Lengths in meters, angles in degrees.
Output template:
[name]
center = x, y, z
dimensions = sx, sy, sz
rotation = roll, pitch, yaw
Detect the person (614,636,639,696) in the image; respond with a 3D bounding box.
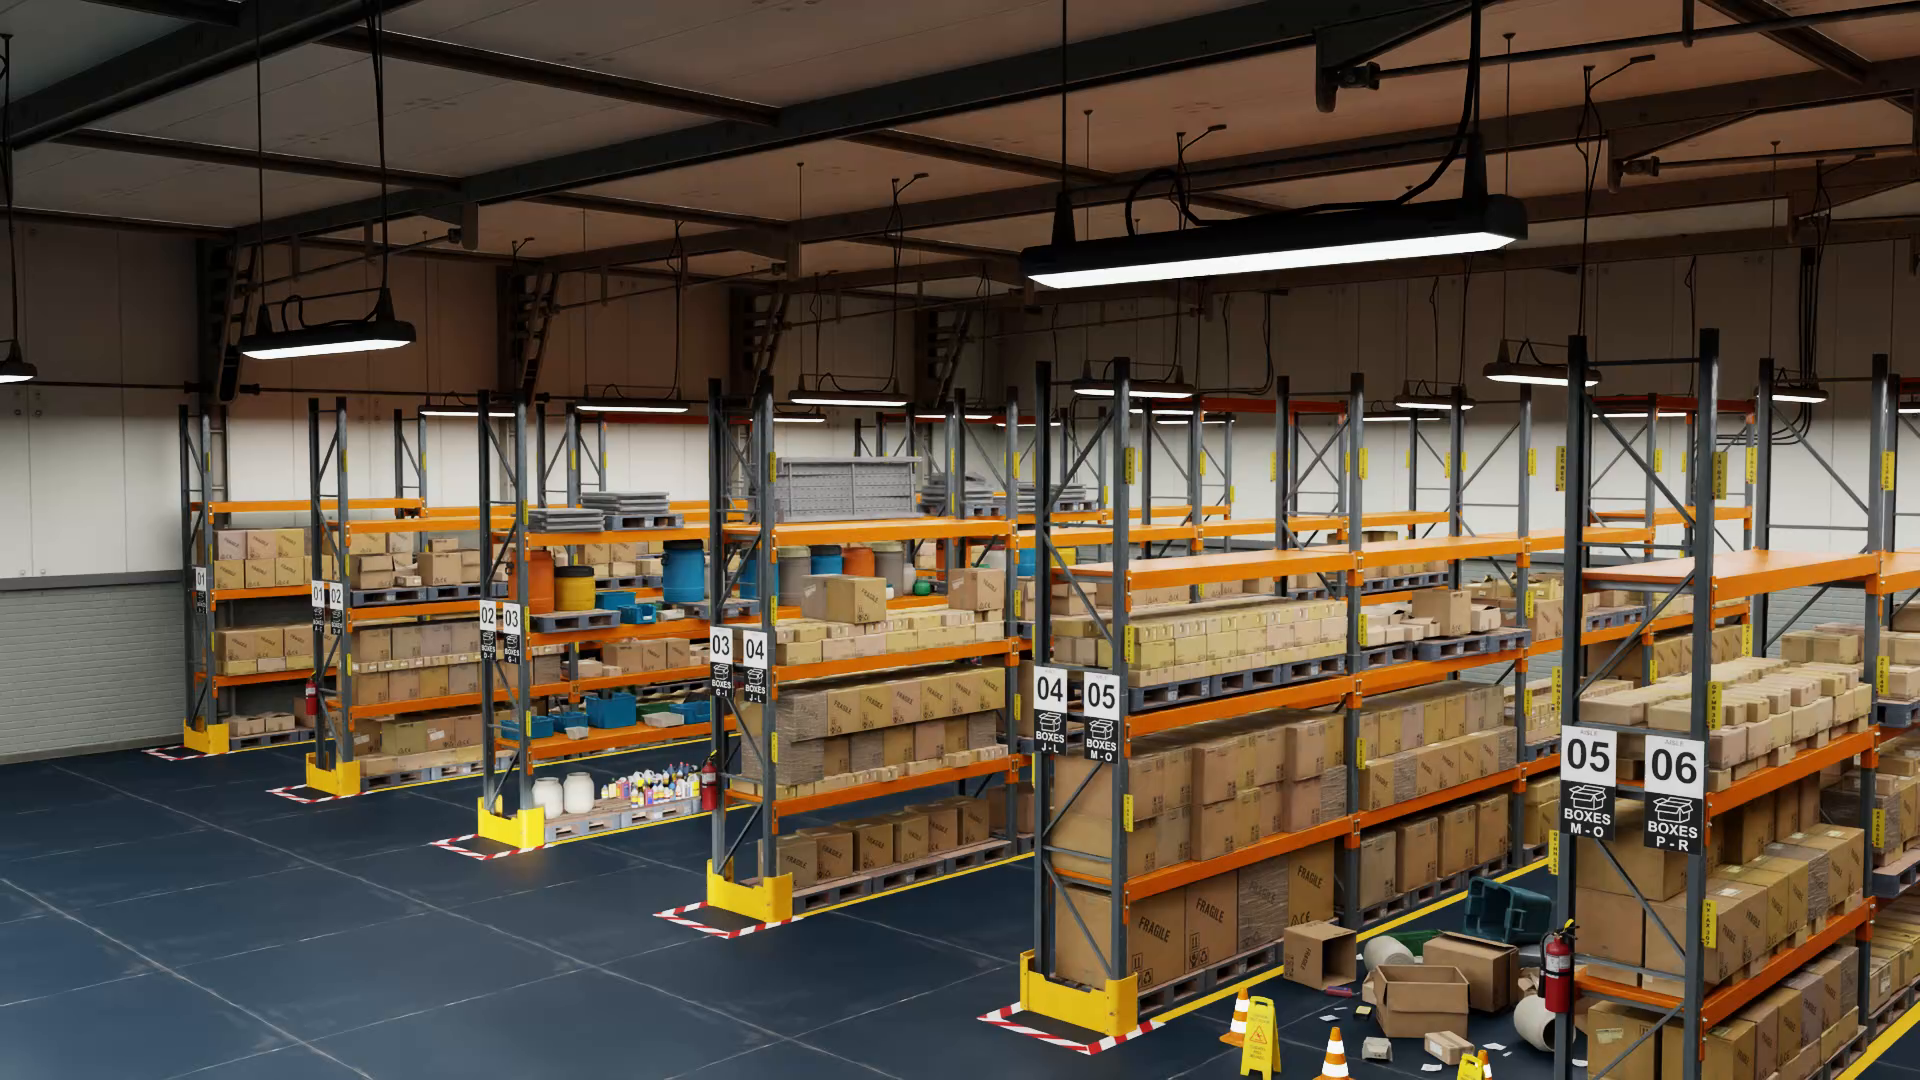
[person]
center = -6.579, 2.566, 32.606
dimensions = 0.562, 1.801, 0.671
rotation = 1, 3, 21
